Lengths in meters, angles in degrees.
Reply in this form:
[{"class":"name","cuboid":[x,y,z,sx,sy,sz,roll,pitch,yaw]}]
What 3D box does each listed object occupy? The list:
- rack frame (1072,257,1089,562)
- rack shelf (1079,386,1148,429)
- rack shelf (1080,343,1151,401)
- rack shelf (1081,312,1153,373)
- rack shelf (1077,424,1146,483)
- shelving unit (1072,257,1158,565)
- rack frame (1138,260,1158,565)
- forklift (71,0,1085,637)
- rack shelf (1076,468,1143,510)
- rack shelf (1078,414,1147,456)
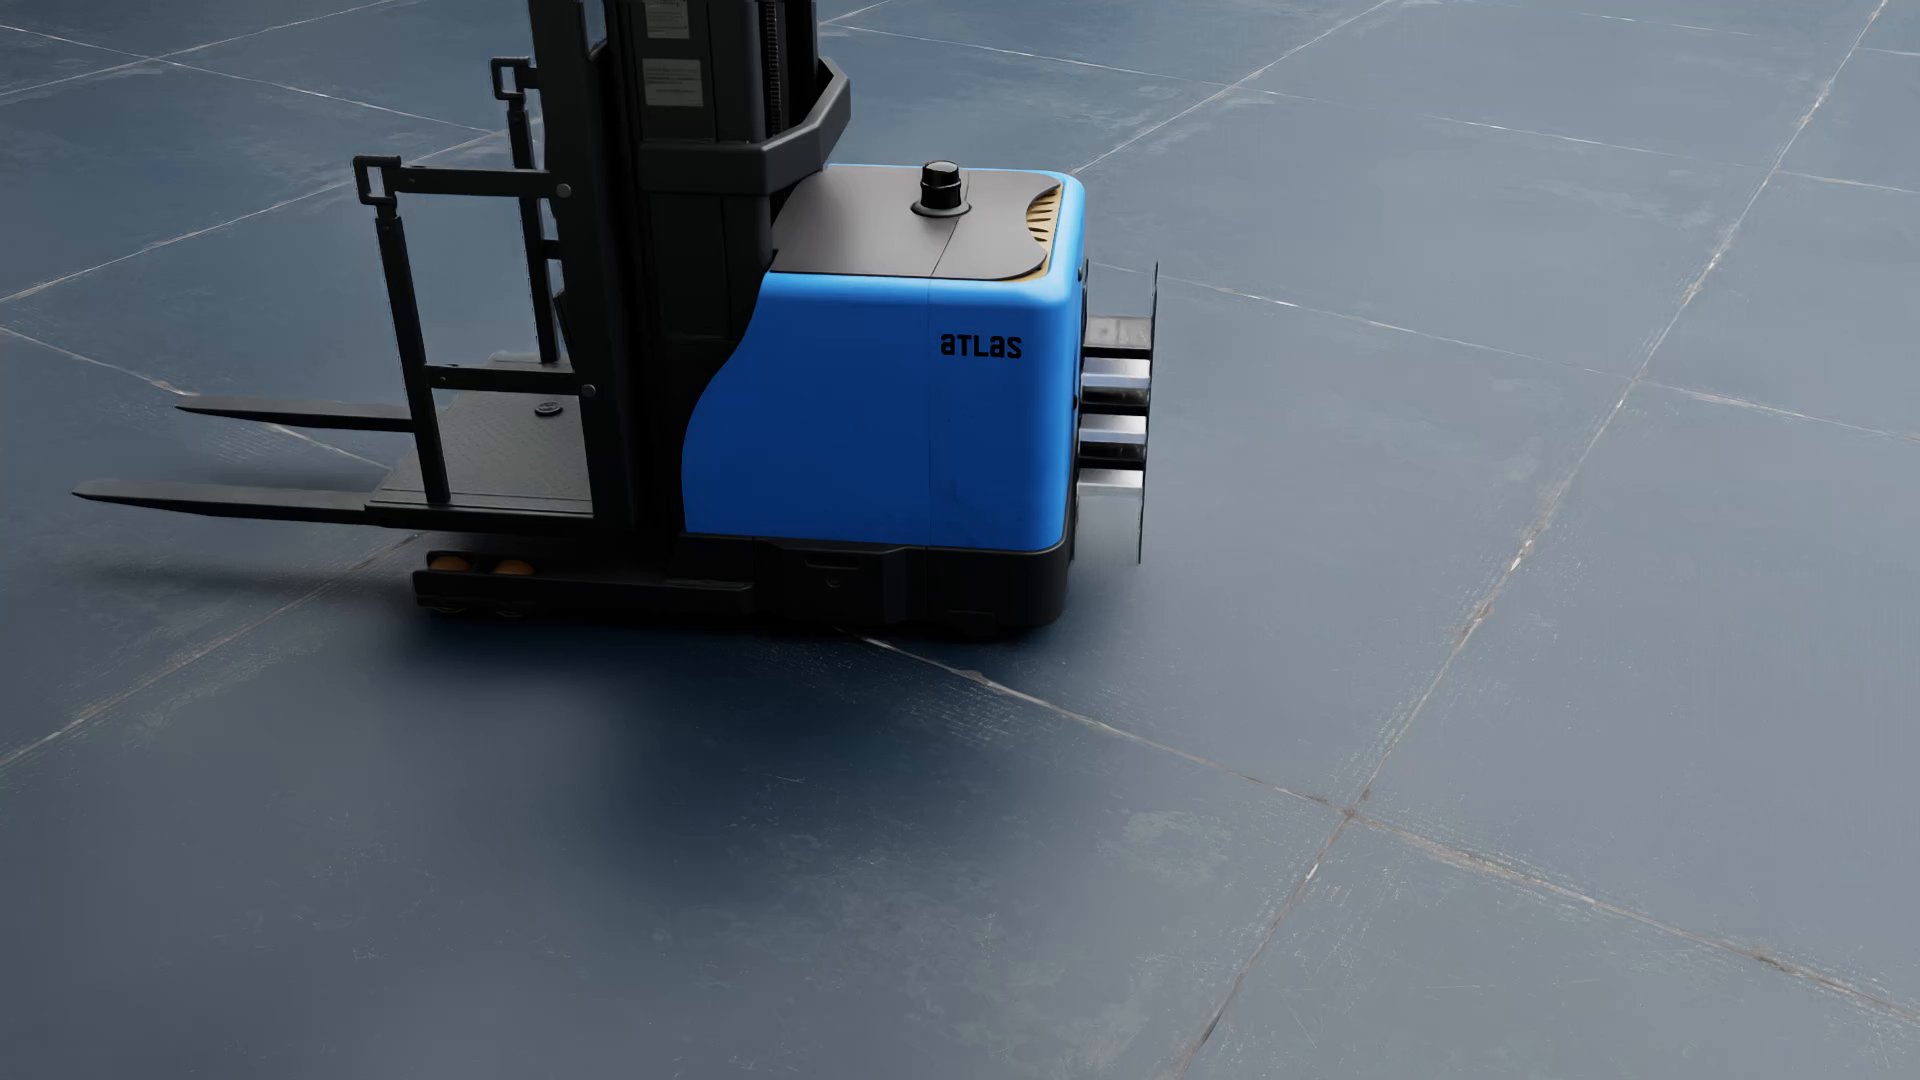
[{"class":"rack frame","cuboid":[0.362,-0.382,5.012,0.006,0.900,0.240,3,30,5]},{"class":"rack shelf","cuboid":[0.463,-0.426,4.974,0.200,0.077,0.258,3,30,5]},{"class":"rack shelf","cuboid":[0.463,-0.503,4.929,0.200,0.077,0.258,3,30,5]},{"class":"rack shelf","cuboid":[0.463,-0.581,4.884,0.200,0.077,0.258,3,30,5]},{"class":"rack shelf","cuboid":[0.463,-0.270,5.065,0.200,0.077,0.258,3,30,5]},{"class":"shelving unit","cuboid":[0.463,-0.377,5.003,0.210,0.900,0.258,3,30,5]},{"class":"rack frame","cuboid":[0.564,-0.371,4.993,0.006,0.900,0.240,3,30,5]},{"class":"forklift","cuboid":[-1.163,-1.300,4.569,3.031,2.935,1.130,3,30,5]},{"class":"rack shelf","cuboid":[0.463,-0.192,5.110,0.200,0.077,0.258,3,30,5]},{"class":"rack shelf","cuboid":[0.463,-0.348,5.020,0.200,0.077,0.258,3,30,5]}]
